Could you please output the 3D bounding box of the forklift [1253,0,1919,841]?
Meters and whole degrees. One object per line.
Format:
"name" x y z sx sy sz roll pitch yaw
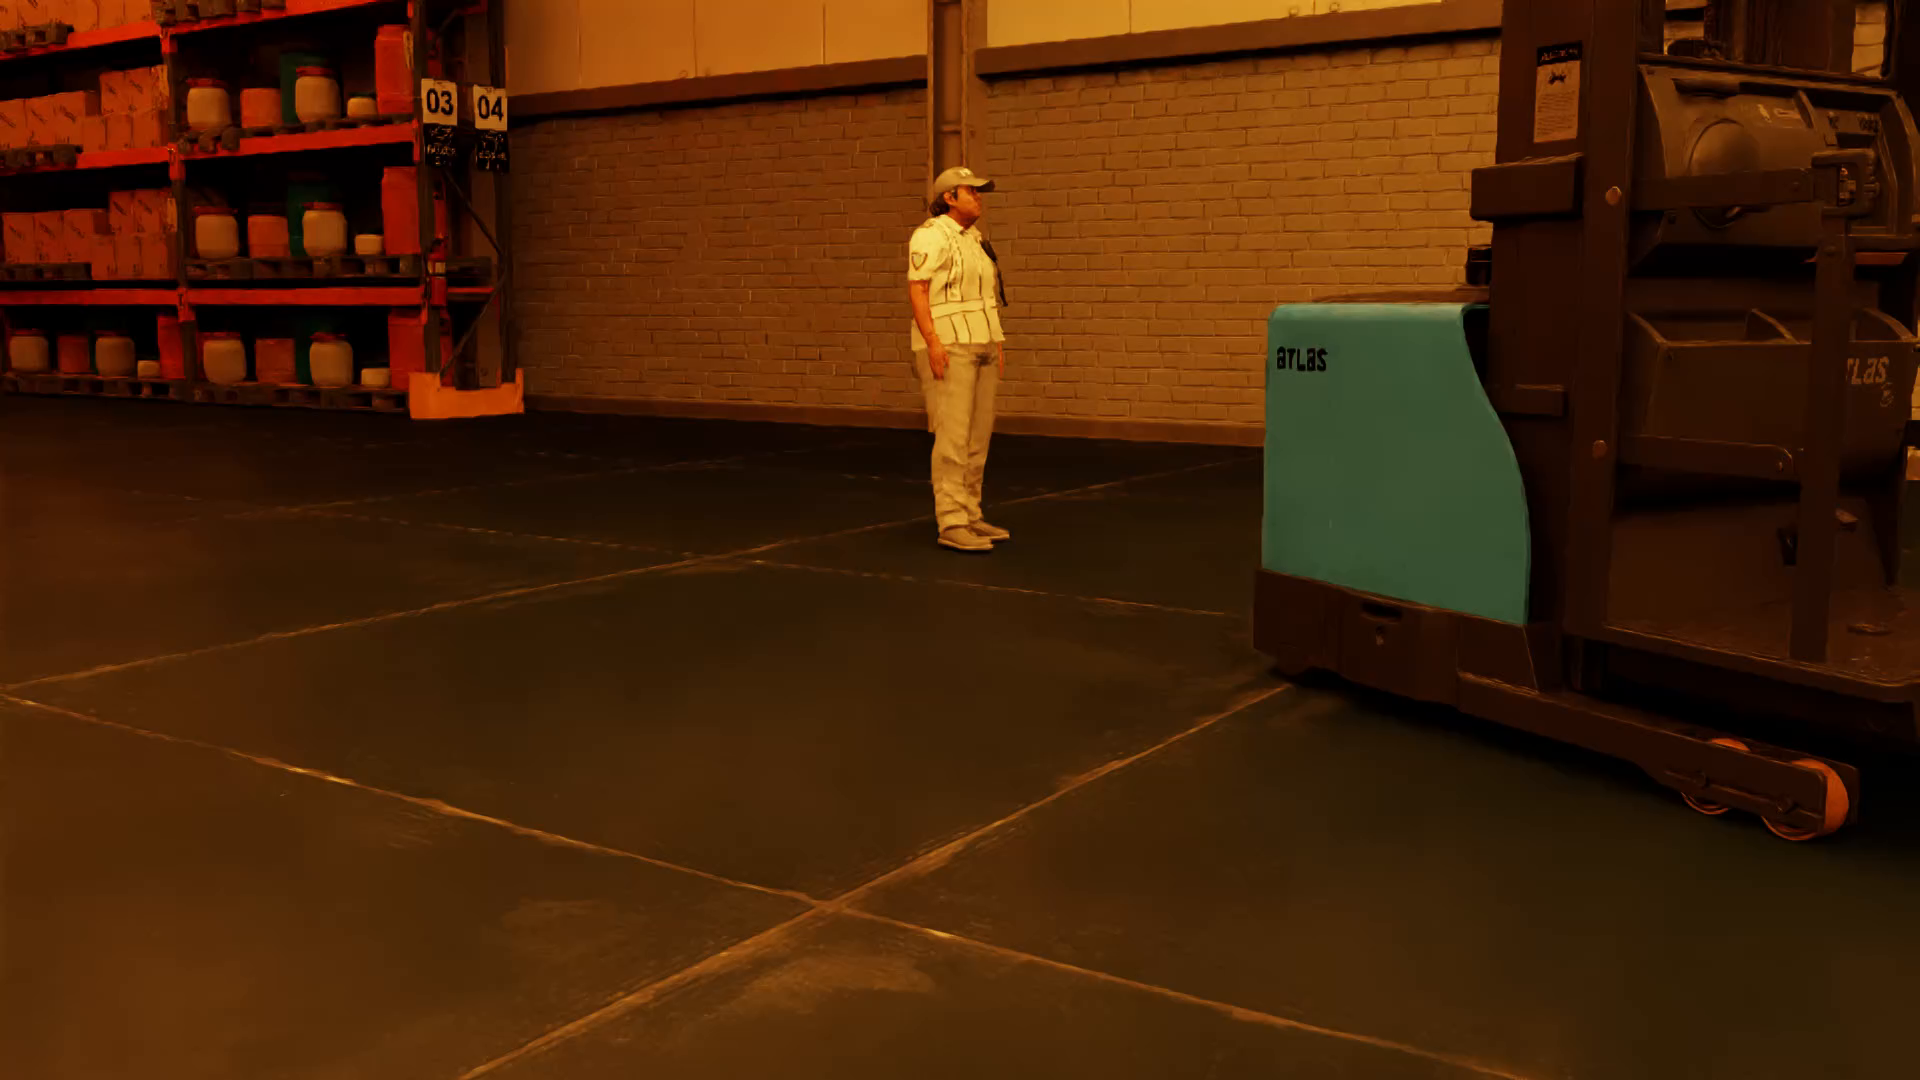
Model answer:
"forklift" 2.006 -0.917 3.644 1.130 2.935 3.031 -4 9 -28

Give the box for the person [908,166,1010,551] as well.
"person" 0.051 -0.824 7.424 0.529 1.669 0.598 5 10 34
